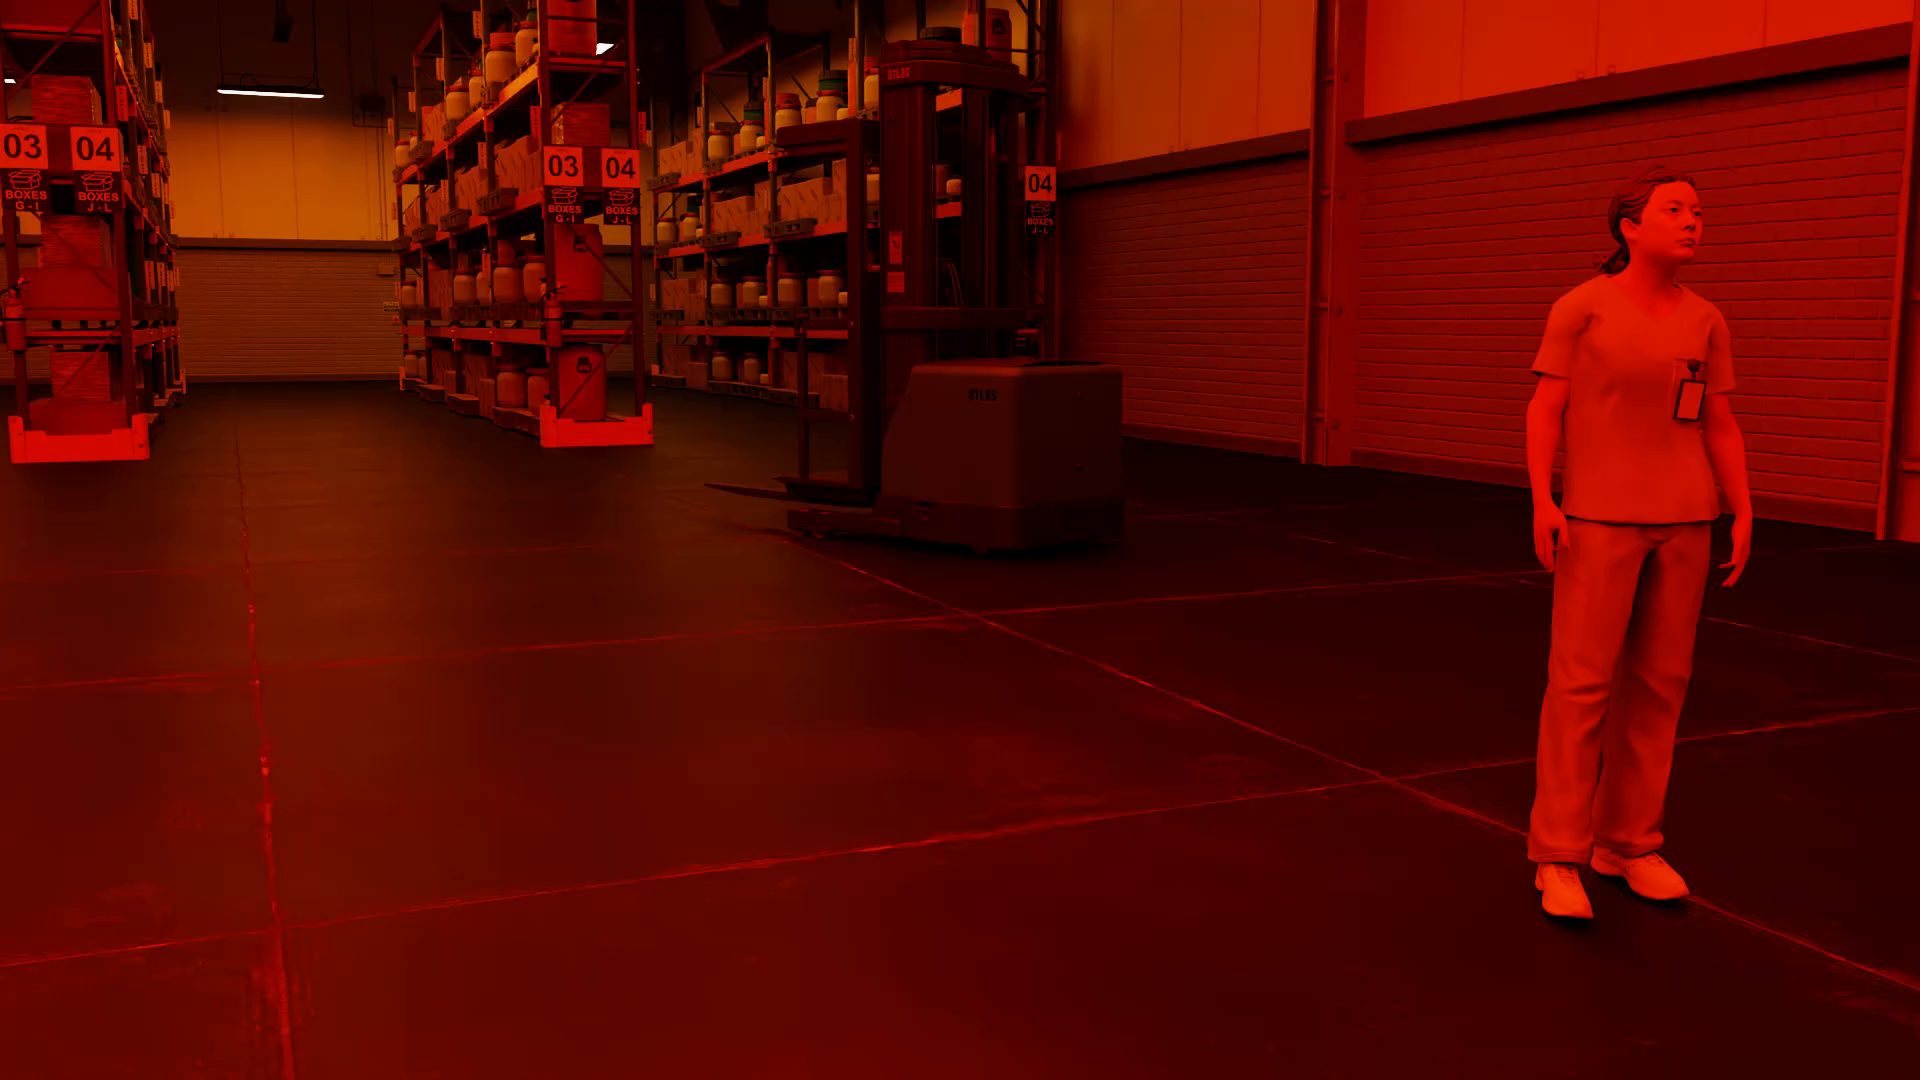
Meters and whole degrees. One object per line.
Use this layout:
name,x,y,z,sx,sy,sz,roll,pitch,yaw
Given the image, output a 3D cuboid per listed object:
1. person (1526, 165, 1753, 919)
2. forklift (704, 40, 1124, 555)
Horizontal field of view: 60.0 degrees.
person,1.571,-0.017,3.814,0.550,1.673,0.548,-1,8,-4
forklift,-0.436,-1.509,10.383,3.031,2.935,1.130,7,10,44
